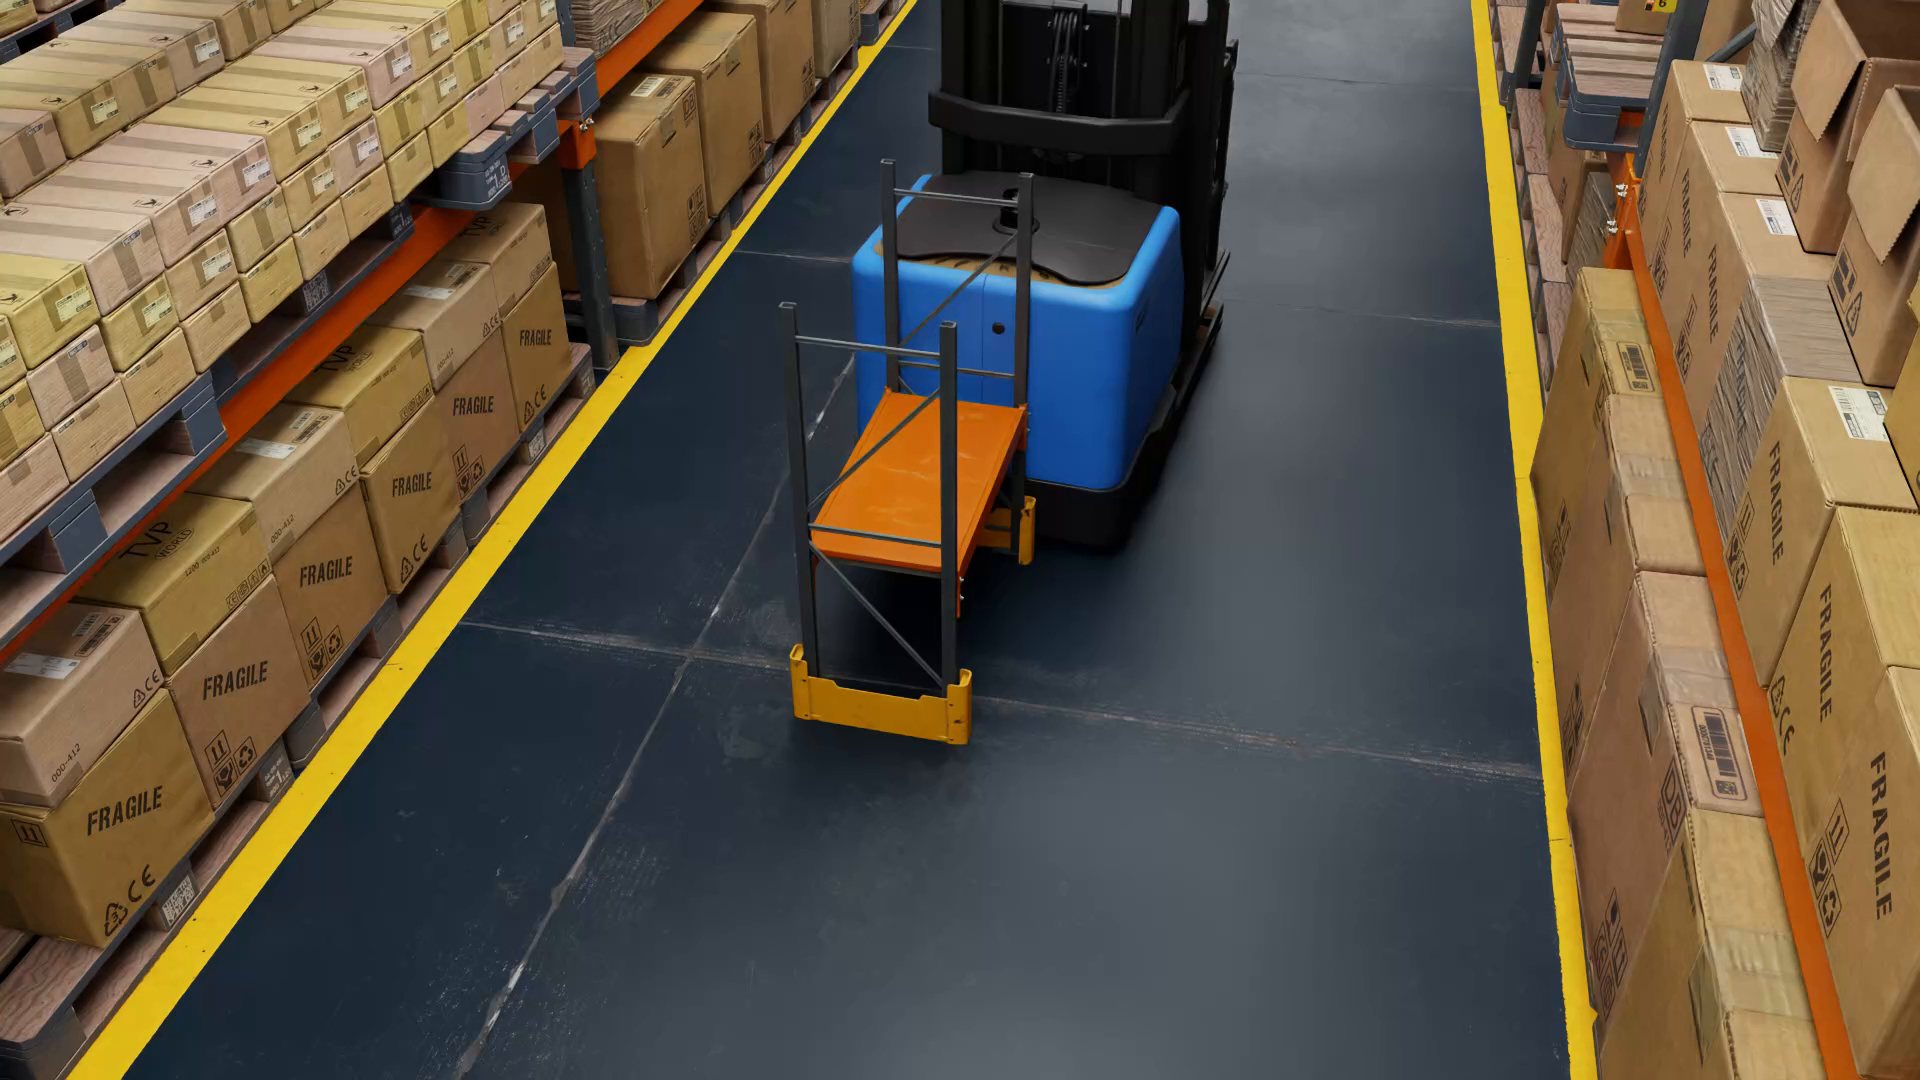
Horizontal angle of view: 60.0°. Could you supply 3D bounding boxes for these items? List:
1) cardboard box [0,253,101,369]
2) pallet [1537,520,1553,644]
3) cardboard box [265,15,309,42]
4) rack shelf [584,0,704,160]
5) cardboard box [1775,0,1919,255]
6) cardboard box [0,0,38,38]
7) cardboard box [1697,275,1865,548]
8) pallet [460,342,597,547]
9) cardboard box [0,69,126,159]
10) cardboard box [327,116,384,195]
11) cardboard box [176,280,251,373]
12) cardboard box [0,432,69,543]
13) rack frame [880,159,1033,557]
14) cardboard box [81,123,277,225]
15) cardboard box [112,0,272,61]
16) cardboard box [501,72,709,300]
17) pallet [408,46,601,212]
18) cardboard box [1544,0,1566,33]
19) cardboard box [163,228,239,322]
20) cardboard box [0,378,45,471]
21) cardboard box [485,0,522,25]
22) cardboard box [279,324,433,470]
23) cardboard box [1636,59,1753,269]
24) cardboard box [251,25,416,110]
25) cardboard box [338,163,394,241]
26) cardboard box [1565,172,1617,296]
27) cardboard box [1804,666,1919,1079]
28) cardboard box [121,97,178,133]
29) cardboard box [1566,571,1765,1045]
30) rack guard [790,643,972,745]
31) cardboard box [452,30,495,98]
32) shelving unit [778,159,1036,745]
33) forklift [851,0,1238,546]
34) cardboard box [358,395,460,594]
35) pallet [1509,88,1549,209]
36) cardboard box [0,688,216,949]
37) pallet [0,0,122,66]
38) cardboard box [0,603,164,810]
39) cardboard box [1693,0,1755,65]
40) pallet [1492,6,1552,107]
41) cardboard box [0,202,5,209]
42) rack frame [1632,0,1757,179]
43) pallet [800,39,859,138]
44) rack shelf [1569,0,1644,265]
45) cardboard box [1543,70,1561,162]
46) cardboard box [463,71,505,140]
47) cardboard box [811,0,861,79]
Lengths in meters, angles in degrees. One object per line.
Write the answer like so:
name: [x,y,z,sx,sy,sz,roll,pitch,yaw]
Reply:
cardboard box: [-2.212,-0.530,3.775,0.380,0.149,0.250,8,37,10]
pallet: [2.580,0.213,5.777,1.003,0.211,1.213,7,37,10]
cardboard box: [-2.411,-1.666,5.596,0.380,0.149,0.250,6,36,9]
rack shelf: [-1.575,-2.894,8.300,1.077,0.370,4.000,7,37,10]
cardboard box: [2.508,-1.015,4.155,0.797,0.503,0.637,8,37,11]
cardboard box: [-6.265,-3.287,10.110,0.950,0.372,0.625,10,37,13]
cardboard box: [2.129,-0.278,3.993,0.500,0.500,0.500,7,37,10]
pallet: [-2.171,-0.462,6.707,1.003,0.211,1.213,7,37,10]
cardboard box: [-2.626,-1.211,4.714,0.380,0.149,0.250,7,36,9]
cardboard box: [-1.936,-1.147,4.880,0.380,0.149,0.250,8,37,11]
cardboard box: [-2.104,-0.574,4.342,0.380,0.149,0.250,6,36,8]
cardboard box: [-2.270,-0.142,3.746,0.380,0.149,0.250,8,37,11]
rack frame: [-0.012,-0.588,5.784,0.500,1.500,0.032,8,37,11]
cardboard box: [-2.048,-0.964,4.374,0.380,0.149,0.250,9,37,12]
cardboard box: [-2.459,-1.661,5.335,0.380,0.149,0.250,6,36,8]
cardboard box: [-1.784,-1.636,7.510,1.050,0.750,0.750,7,36,9]
pallet: [-2.050,-1.539,5.981,1.213,0.211,1.003,7,37,10]
cardboard box: [3.915,-3.364,10.107,0.500,0.500,0.500,19,40,24]
cardboard box: [-2.105,-0.703,4.267,0.380,0.149,0.250,9,37,12]
cardboard box: [-2.270,-0.251,3.643,0.380,0.149,0.250,7,36,9]
cardboard box: [-1.715,-1.866,5.617,0.380,0.149,0.250,7,36,9]
cardboard box: [-2.113,-0.495,5.510,0.500,0.250,0.500,8,37,11]
cardboard box: [2.452,-1.155,5.202,0.500,0.500,0.500,8,37,11]
cardboard box: [-1.881,-1.425,5.009,0.380,0.149,0.250,7,37,10]
cardboard box: [-1.938,-1.032,4.974,0.380,0.149,0.250,8,37,11]
cardboard box: [3.051,-1.231,7.148,0.700,0.500,0.500,4,36,6]
cardboard box: [1.800,0.591,2.793,0.500,0.500,0.500,7,37,10]
cardboard box: [-2.575,-1.237,5.003,0.380,0.149,0.250,7,37,10]
cardboard box: [2.274,0.743,4.122,1.225,0.875,0.875,6,36,8]
rack guard: [-0.254,0.496,5.352,0.587,0.250,0.087,8,37,11]
cardboard box: [-1.772,-1.583,5.480,0.380,0.149,0.250,8,37,11]
shelving unit: [-0.135,-0.294,5.377,0.587,1.500,1.083,8,37,11]
forklift: [0.547,-2.031,6.555,1.130,2.935,3.031,11,37,15]
cardboard box: [-2.099,-0.184,5.720,0.500,0.500,0.500,6,36,8]
pallet: [3.511,-2.077,8.935,1.003,0.211,1.213,7,37,10]
cardboard box: [-2.440,0.706,4.492,0.500,0.500,0.500,9,37,12]
pallet: [-6.170,-3.319,10.649,1.003,0.211,1.213,7,37,10]
cardboard box: [-2.441,0.402,4.272,0.500,0.250,0.500,6,36,8]
cardboard box: [2.898,-1.884,5.851,0.500,0.500,0.500,3,36,4]
pallet: [3.785,-2.913,10.089,1.003,0.211,1.213,7,37,10]
cardboard box: [-2.743,-0.786,4.382,0.380,0.149,0.250,6,36,8]
rack frame: [2.822,-1.359,5.569,1.000,3.000,0.127,7,37,10]
pallet: [-1.239,-2.751,9.866,1.003,0.211,1.213,7,37,10]
rack shelf: [3.249,-2.214,7.362,1.077,0.370,4.000,7,37,10]
cardboard box: [3.404,-2.198,8.482,0.700,0.500,0.500,7,37,10]
cardboard box: [-1.768,-1.477,5.588,0.380,0.149,0.250,8,37,11]
cardboard box: [-1.193,-3.224,9.701,1.050,0.750,0.750,7,37,10]
